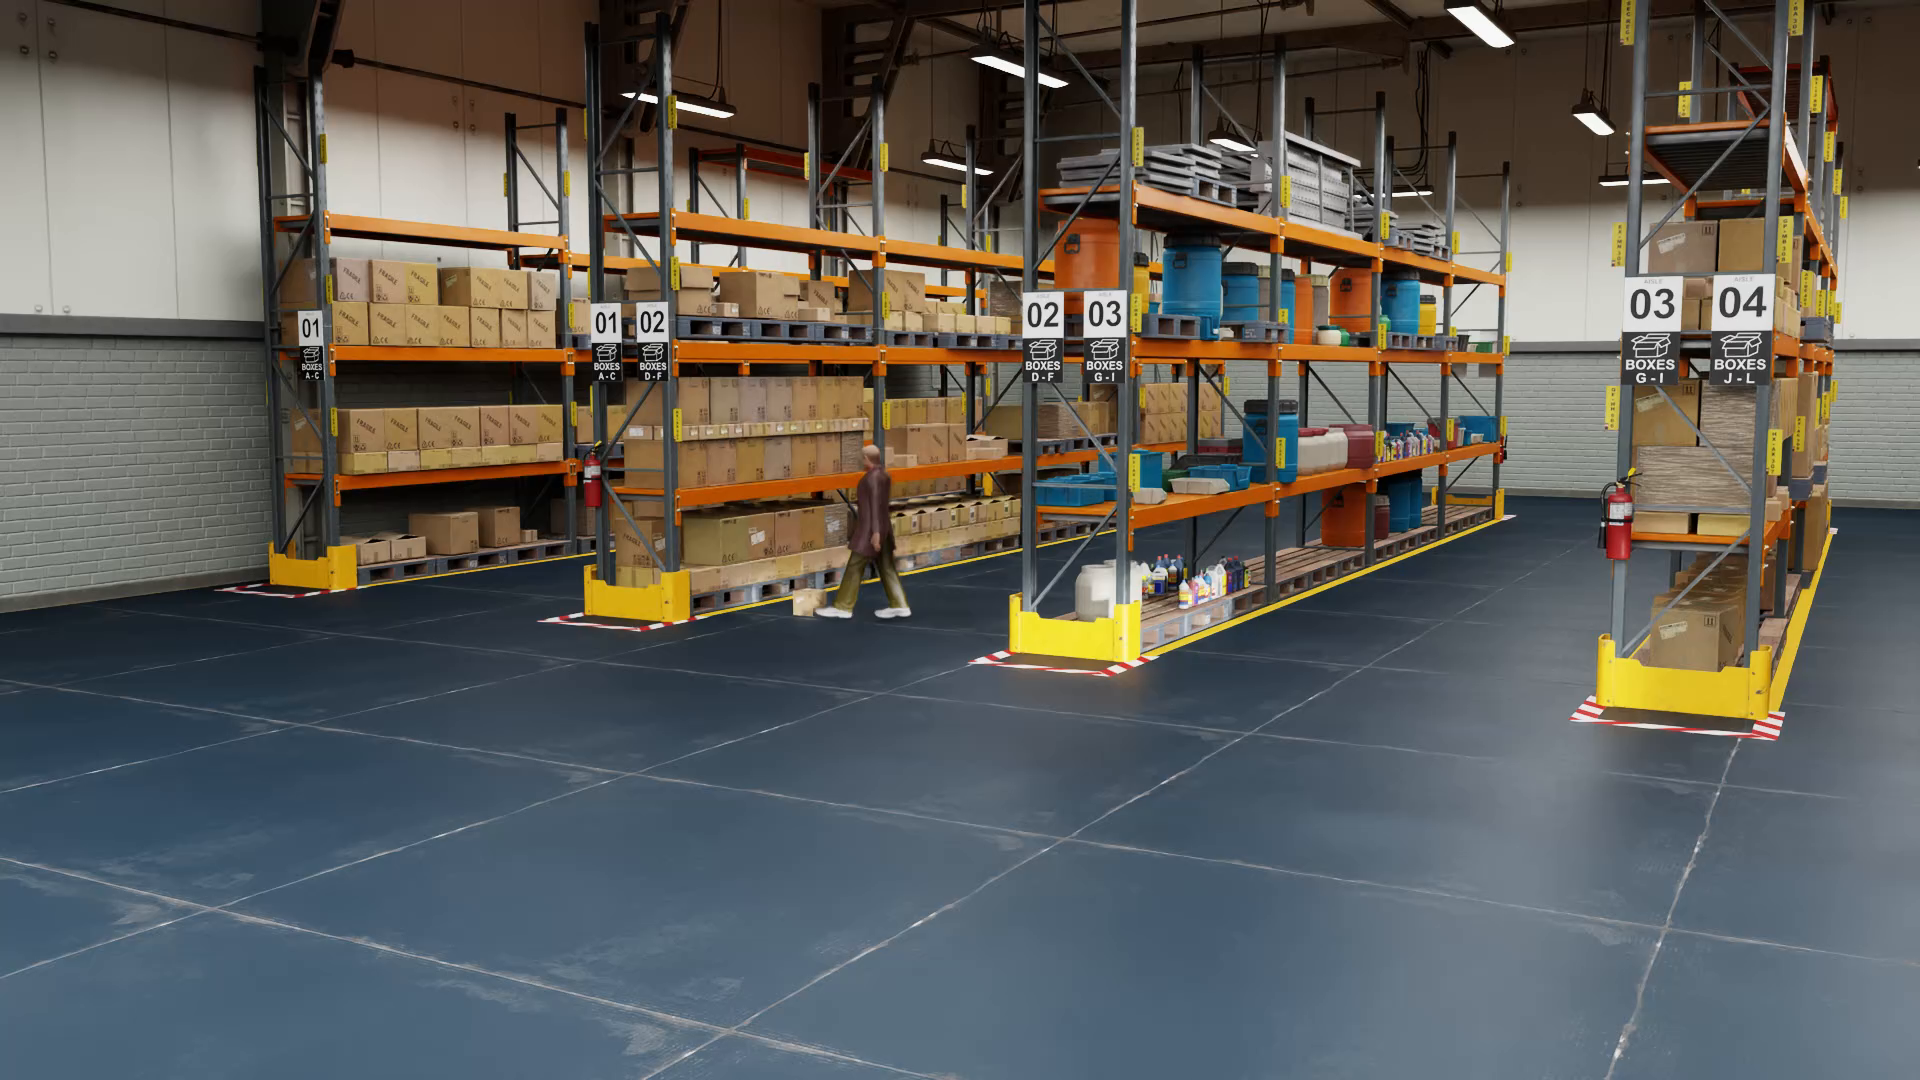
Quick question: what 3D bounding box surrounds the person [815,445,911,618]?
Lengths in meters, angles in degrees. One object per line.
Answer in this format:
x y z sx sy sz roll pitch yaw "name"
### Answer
-0.950 -0.087 16.788 0.893 1.753 0.626 2 6 17 "person"
